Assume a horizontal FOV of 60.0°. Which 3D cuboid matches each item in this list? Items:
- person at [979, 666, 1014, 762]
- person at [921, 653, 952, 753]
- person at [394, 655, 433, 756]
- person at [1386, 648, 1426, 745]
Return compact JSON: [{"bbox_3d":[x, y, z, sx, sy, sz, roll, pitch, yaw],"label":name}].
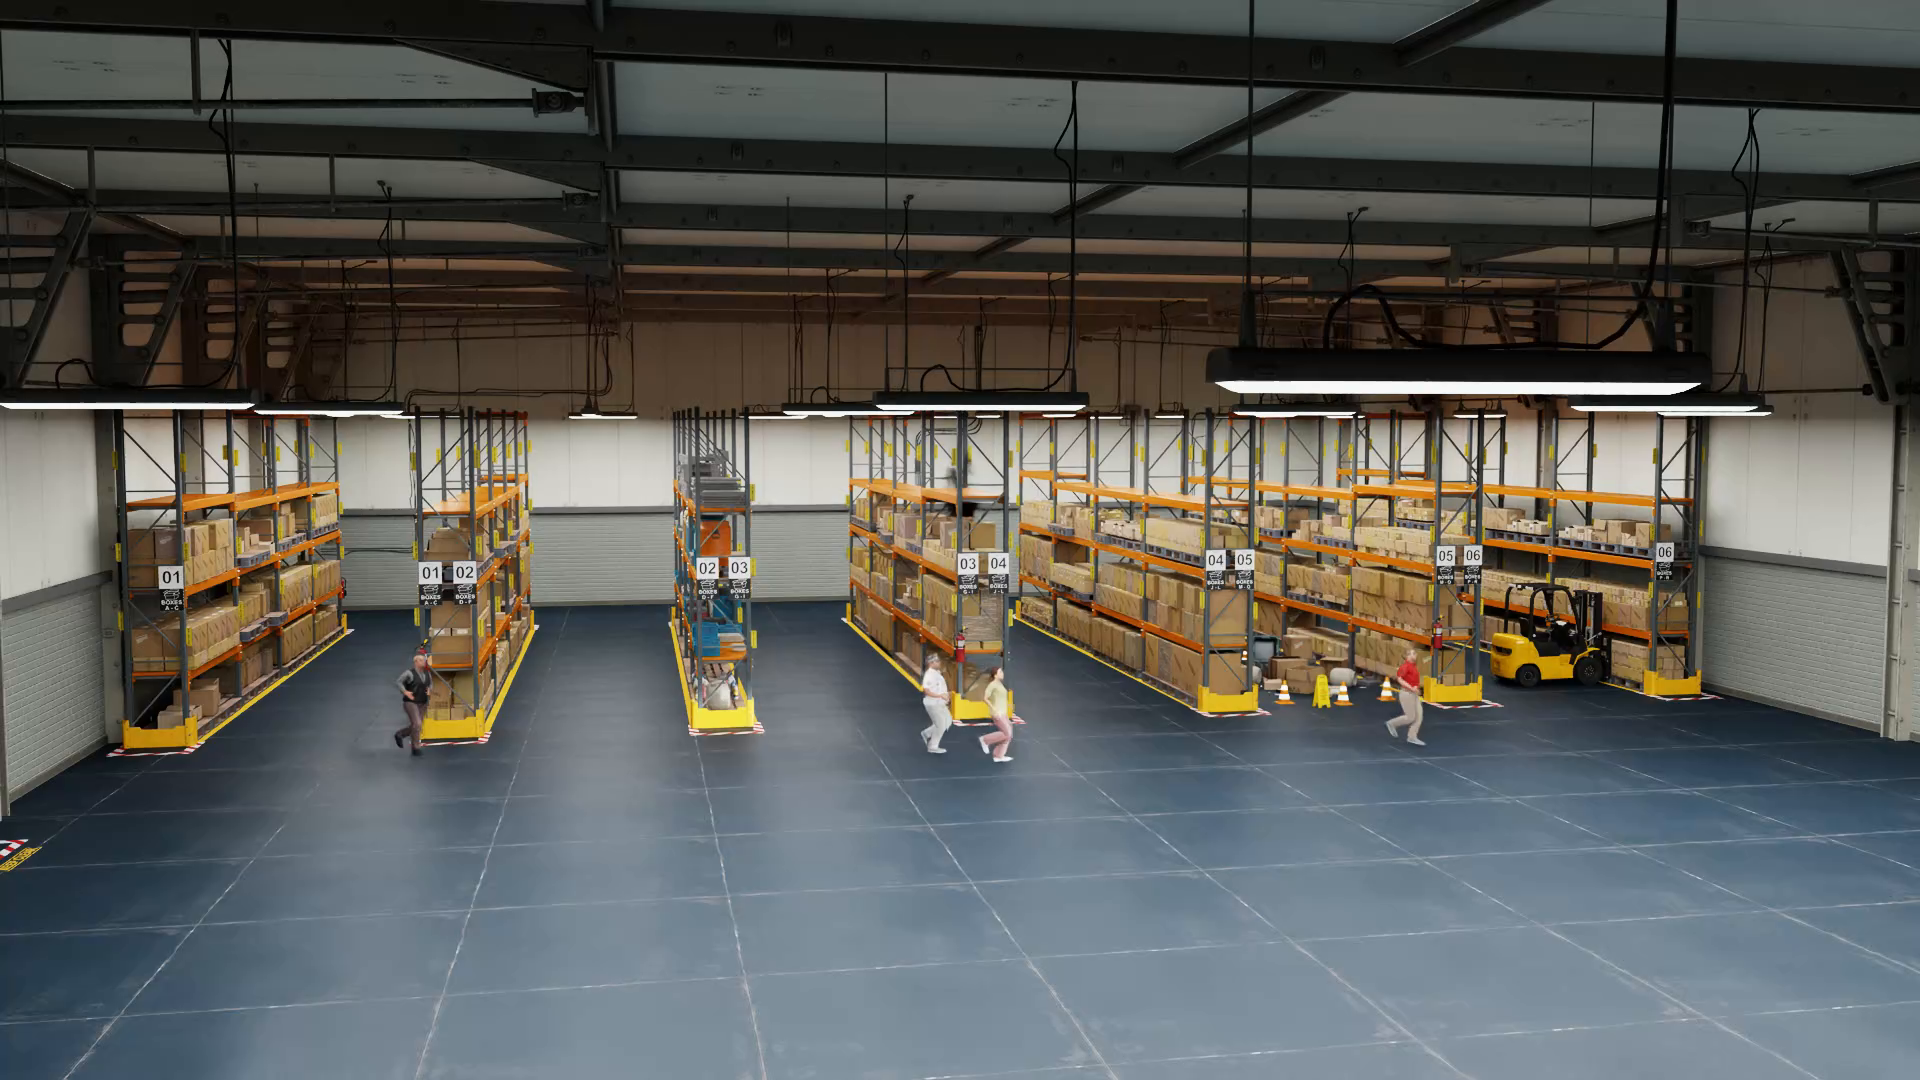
[{"bbox_3d":[0.630,2.934,28.023,0.558,1.612,0.594,1,4,19],"label":"person"},{"bbox_3d":[-0.413,2.809,28.740,0.621,1.733,0.658,1,4,17],"label":"person"},{"bbox_3d":[-9.448,2.847,28.864,0.826,1.704,0.694,3,5,34],"label":"person"},{"bbox_3d":[7.944,2.783,29.595,0.703,1.715,0.657,3,5,33],"label":"person"}]
